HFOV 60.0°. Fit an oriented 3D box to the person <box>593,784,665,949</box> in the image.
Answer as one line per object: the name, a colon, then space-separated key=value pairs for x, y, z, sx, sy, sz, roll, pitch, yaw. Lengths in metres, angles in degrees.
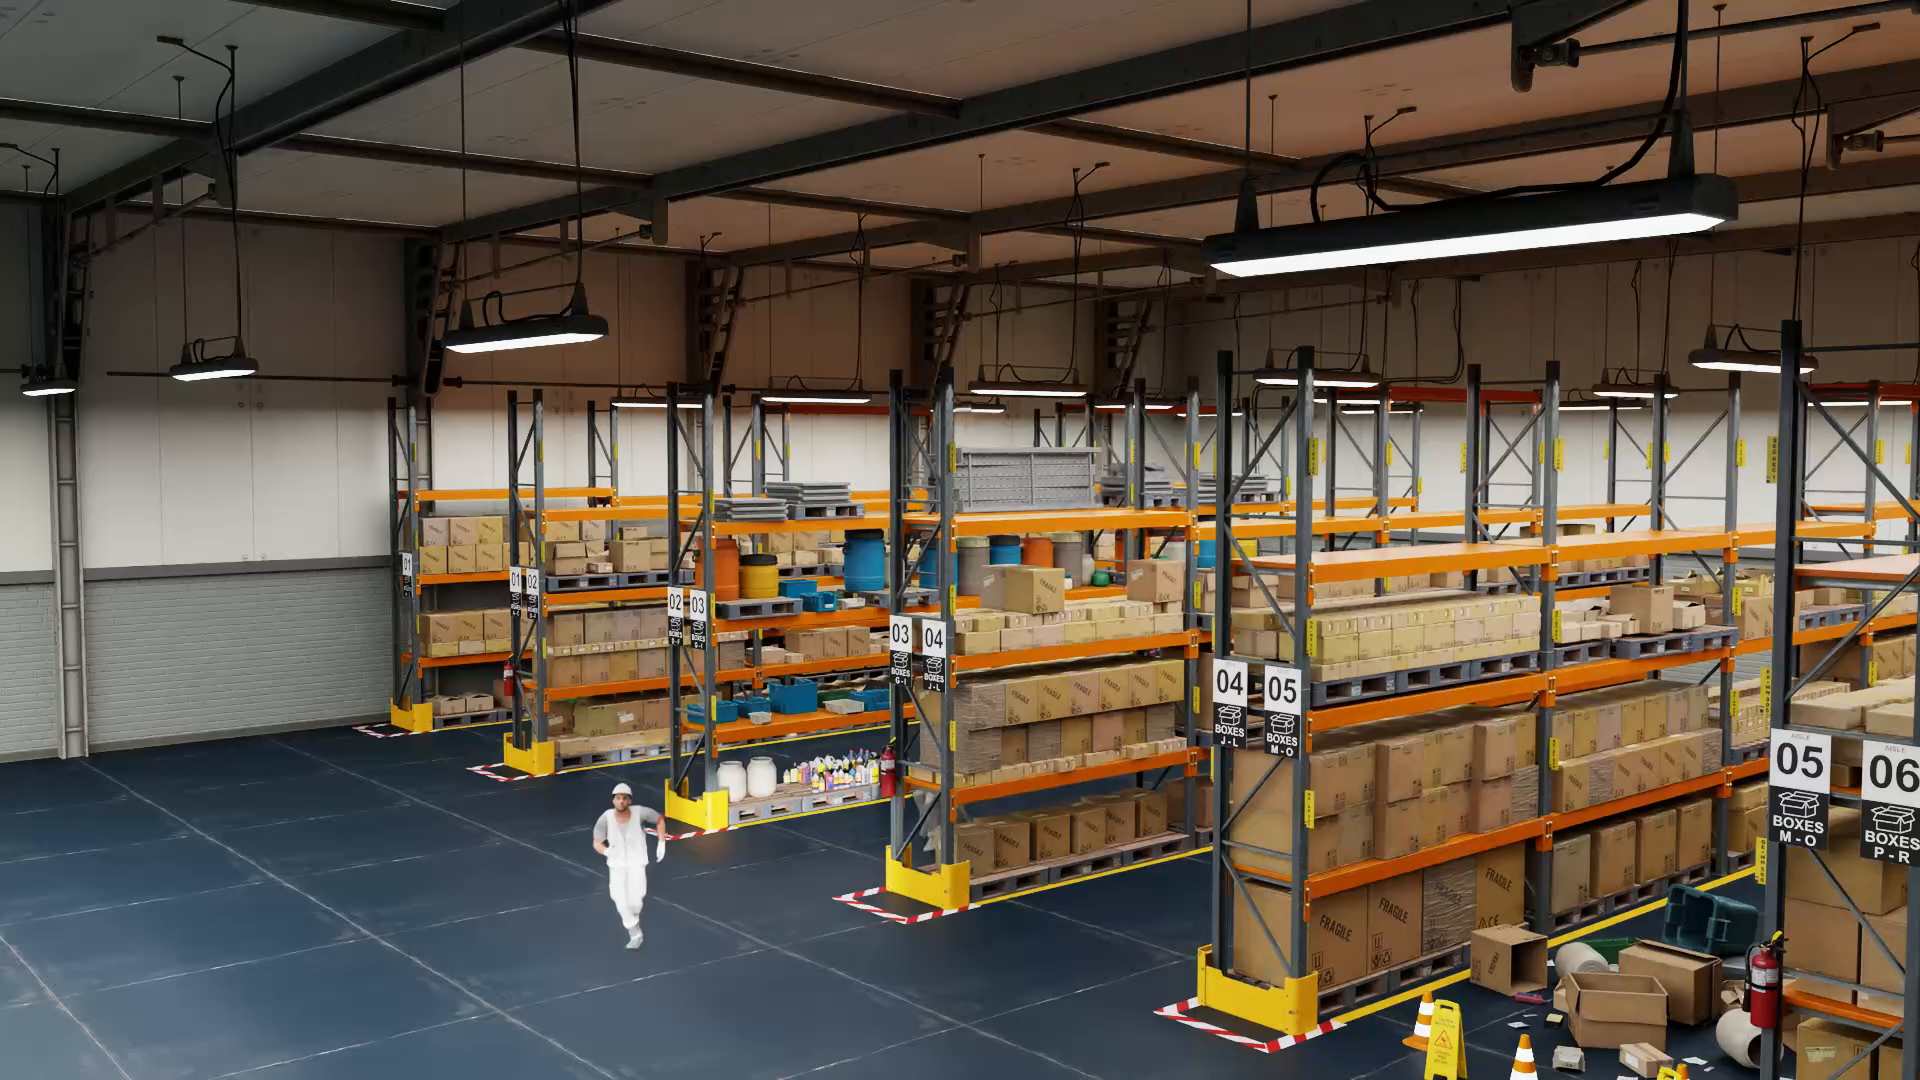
person: x=-3.343 y=3.311 z=16.776 sx=0.707 sy=1.728 sz=0.657 roll=0 pitch=3 yaw=-6

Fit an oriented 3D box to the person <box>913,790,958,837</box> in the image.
person: x=-0.255 y=3.073 z=21.914 sx=0.585 sy=1.698 sz=0.753 roll=2 pitch=4 yaw=35

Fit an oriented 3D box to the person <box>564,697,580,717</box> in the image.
person: x=-6.655 y=2.623 z=28.850 sx=0.659 sy=1.766 sz=0.986 roll=2 pitch=4 yaw=36

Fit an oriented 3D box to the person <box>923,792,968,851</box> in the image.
person: x=-0.157 y=3.050 z=21.206 sx=0.674 sy=1.830 sz=0.785 roll=3 pitch=4 yaw=37
